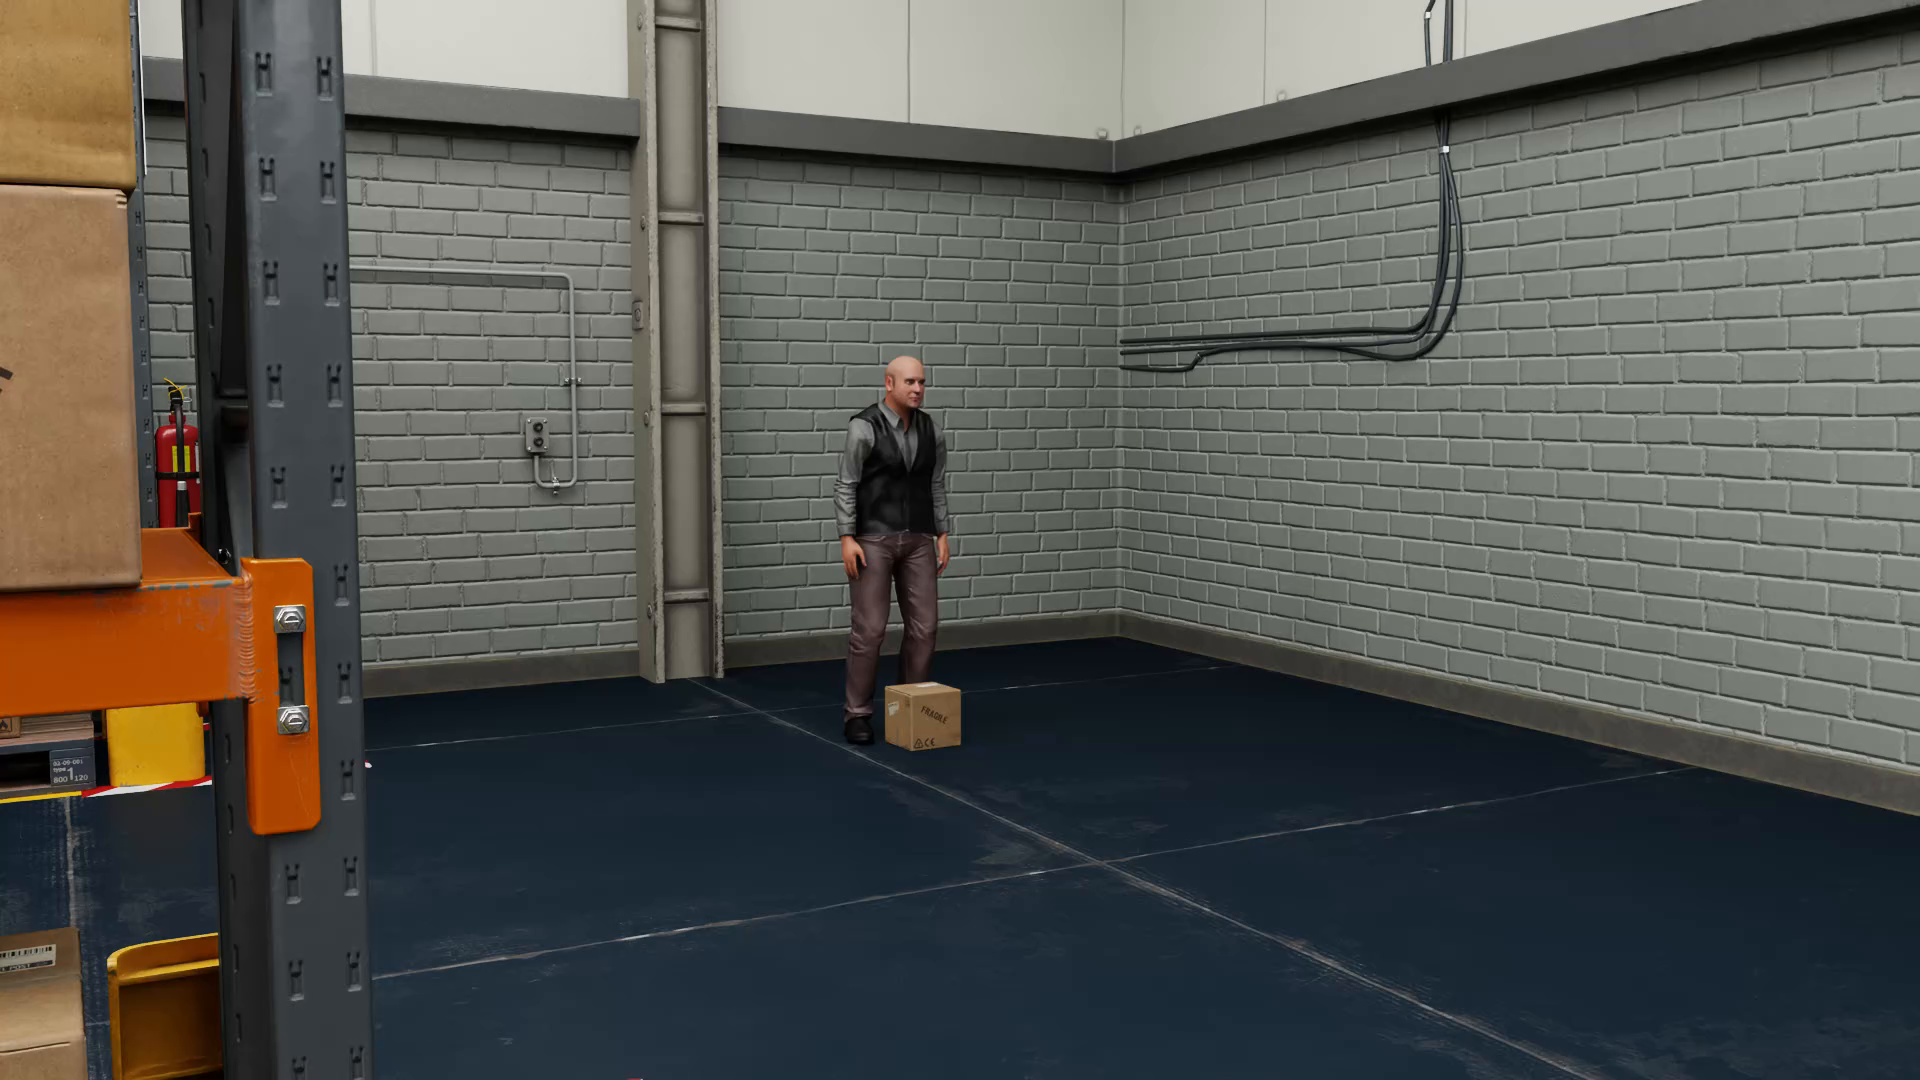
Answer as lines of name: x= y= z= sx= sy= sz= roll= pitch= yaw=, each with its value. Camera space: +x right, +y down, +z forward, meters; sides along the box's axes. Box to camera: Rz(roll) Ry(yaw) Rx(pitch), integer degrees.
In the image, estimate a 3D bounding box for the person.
person: x=-0.292 y=0.030 z=7.543 sx=0.584 sy=1.719 sz=0.475 roll=-3 pitch=6 yaw=-32
